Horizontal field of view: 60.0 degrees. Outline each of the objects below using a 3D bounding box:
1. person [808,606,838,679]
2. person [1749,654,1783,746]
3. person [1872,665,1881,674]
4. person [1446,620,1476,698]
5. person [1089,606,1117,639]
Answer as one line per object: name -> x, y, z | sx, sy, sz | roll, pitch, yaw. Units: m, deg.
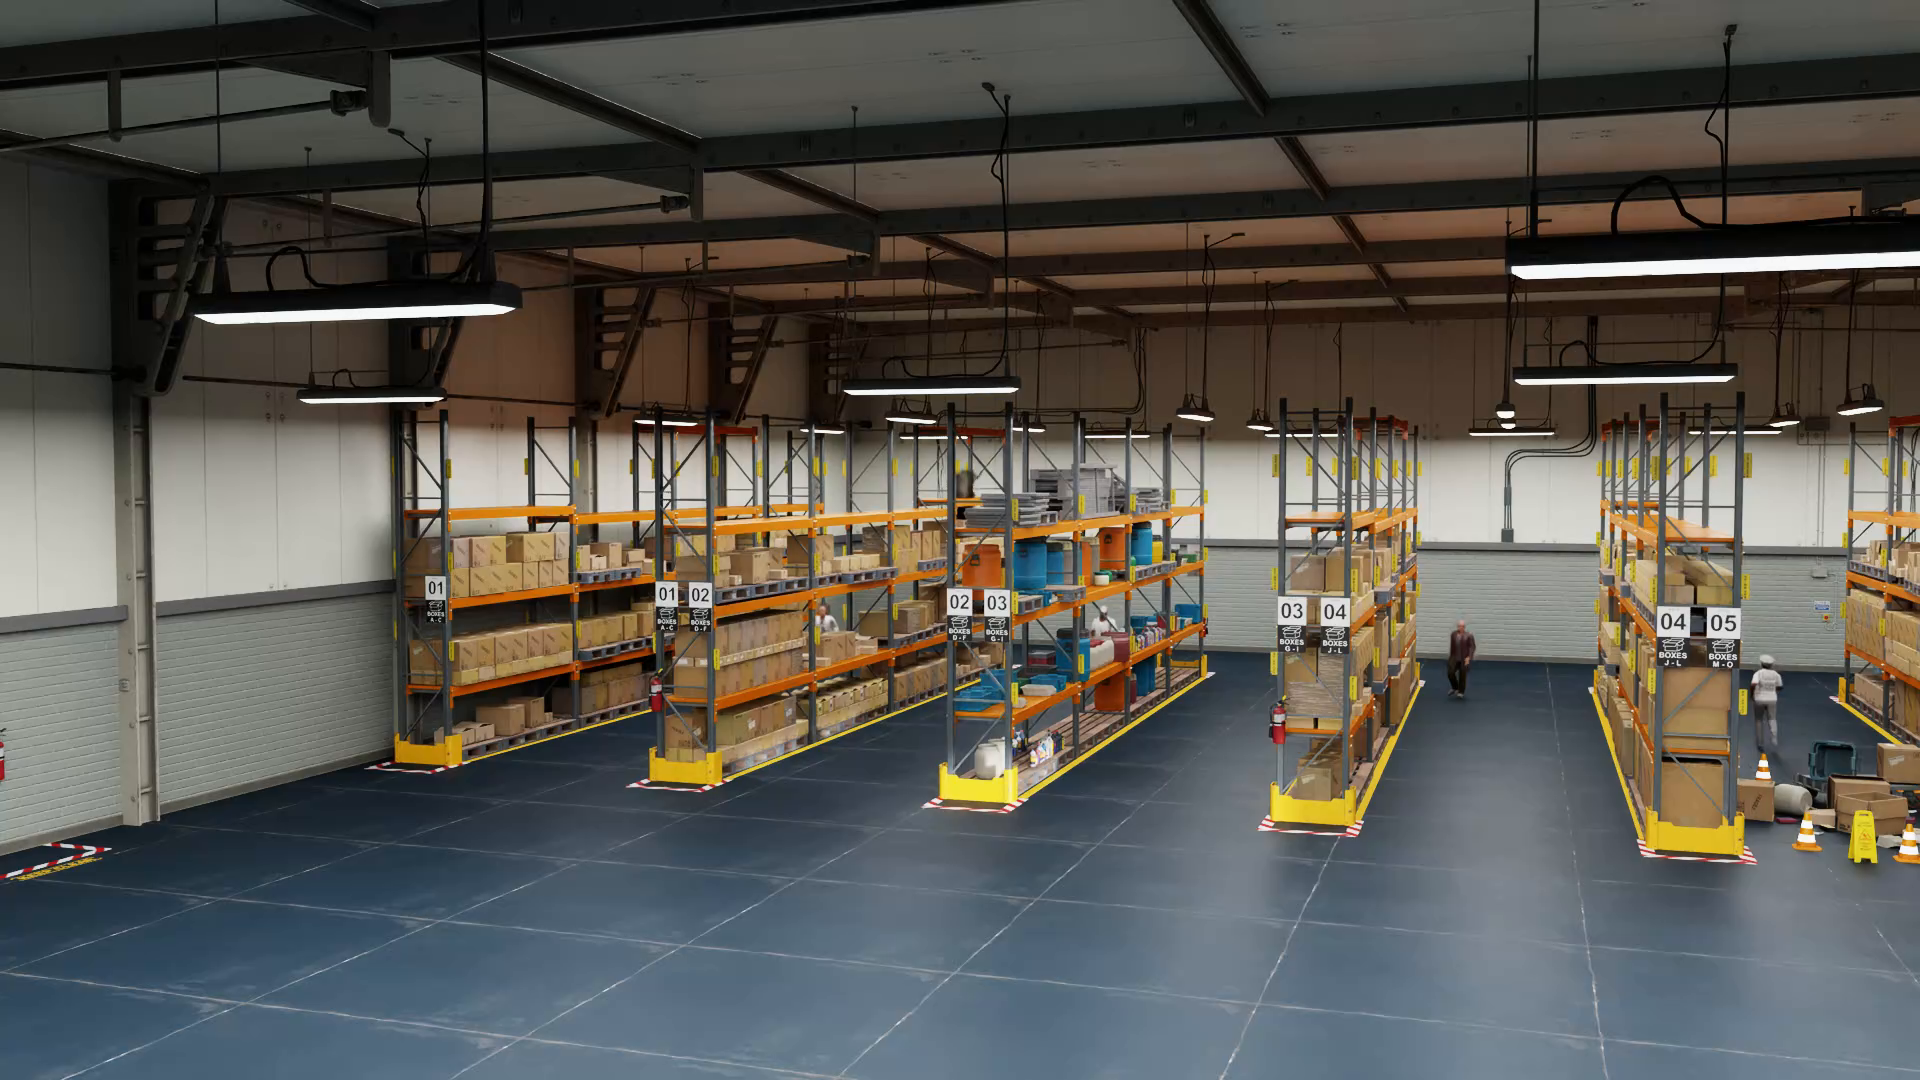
person -> -3.267, 2.433, 39.868 | 0.709, 1.732, 0.847 | 0, 2, 6
person -> 14.402, 2.881, 29.724 | 0.577, 1.665, 0.866 | 1, 3, 15
person -> 20.759, 2.490, 37.238 | 0.992, 1.755, 0.698 | 0, 2, 9
person -> 10.871, 2.586, 36.048 | 0.676, 1.721, 0.774 | 2, 3, 34
person -> 3.377, 2.411, 39.284 | 0.697, 1.712, 0.951 | 2, 3, 35
